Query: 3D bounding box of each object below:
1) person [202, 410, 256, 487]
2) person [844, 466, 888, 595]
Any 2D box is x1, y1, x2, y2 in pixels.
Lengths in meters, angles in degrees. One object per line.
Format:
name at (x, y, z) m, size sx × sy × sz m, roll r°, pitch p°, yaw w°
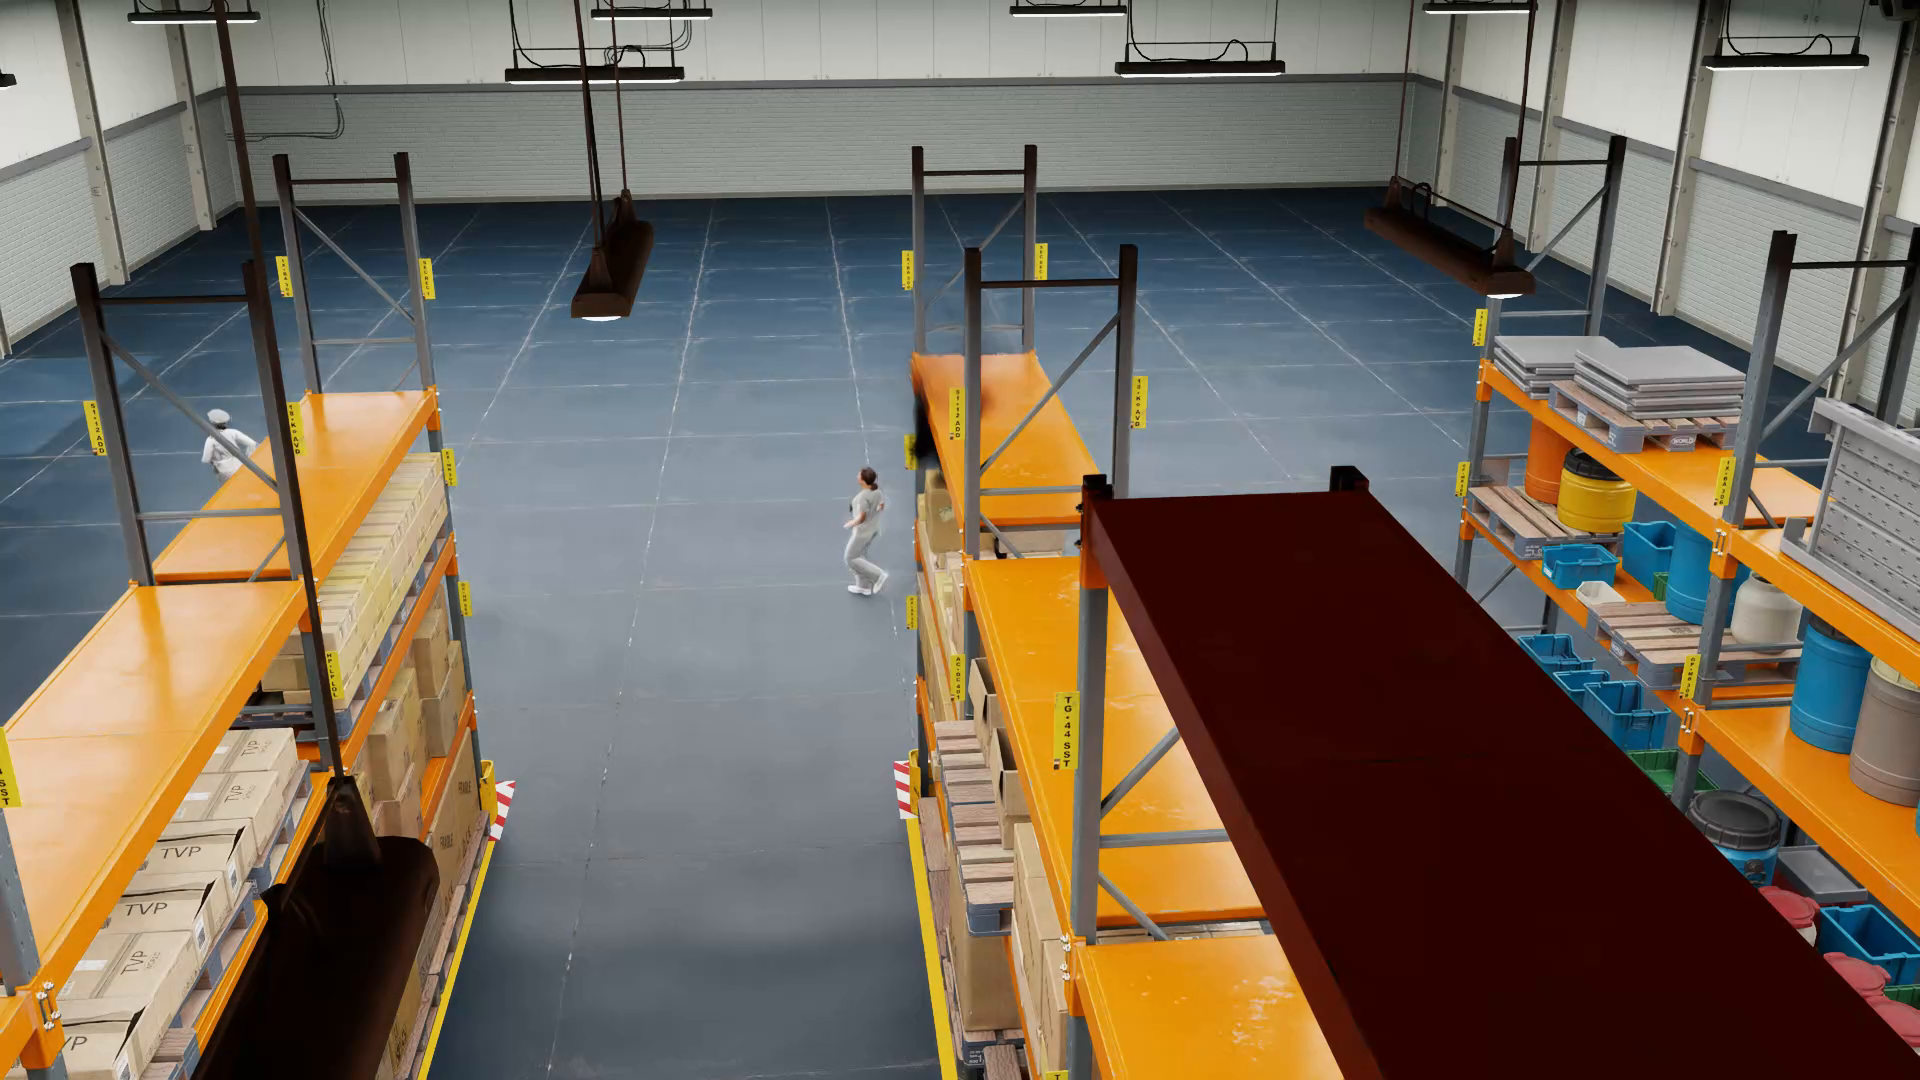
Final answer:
person at (-9.495, -0.872, 21.552) m, size 0.647 × 1.707 × 0.591 m, roll 11°, pitch 24°, yaw 25°
person at (-1.085, -0.101, 19.691) m, size 0.594 × 1.618 × 0.562 m, roll 10°, pitch 24°, yaw 24°
